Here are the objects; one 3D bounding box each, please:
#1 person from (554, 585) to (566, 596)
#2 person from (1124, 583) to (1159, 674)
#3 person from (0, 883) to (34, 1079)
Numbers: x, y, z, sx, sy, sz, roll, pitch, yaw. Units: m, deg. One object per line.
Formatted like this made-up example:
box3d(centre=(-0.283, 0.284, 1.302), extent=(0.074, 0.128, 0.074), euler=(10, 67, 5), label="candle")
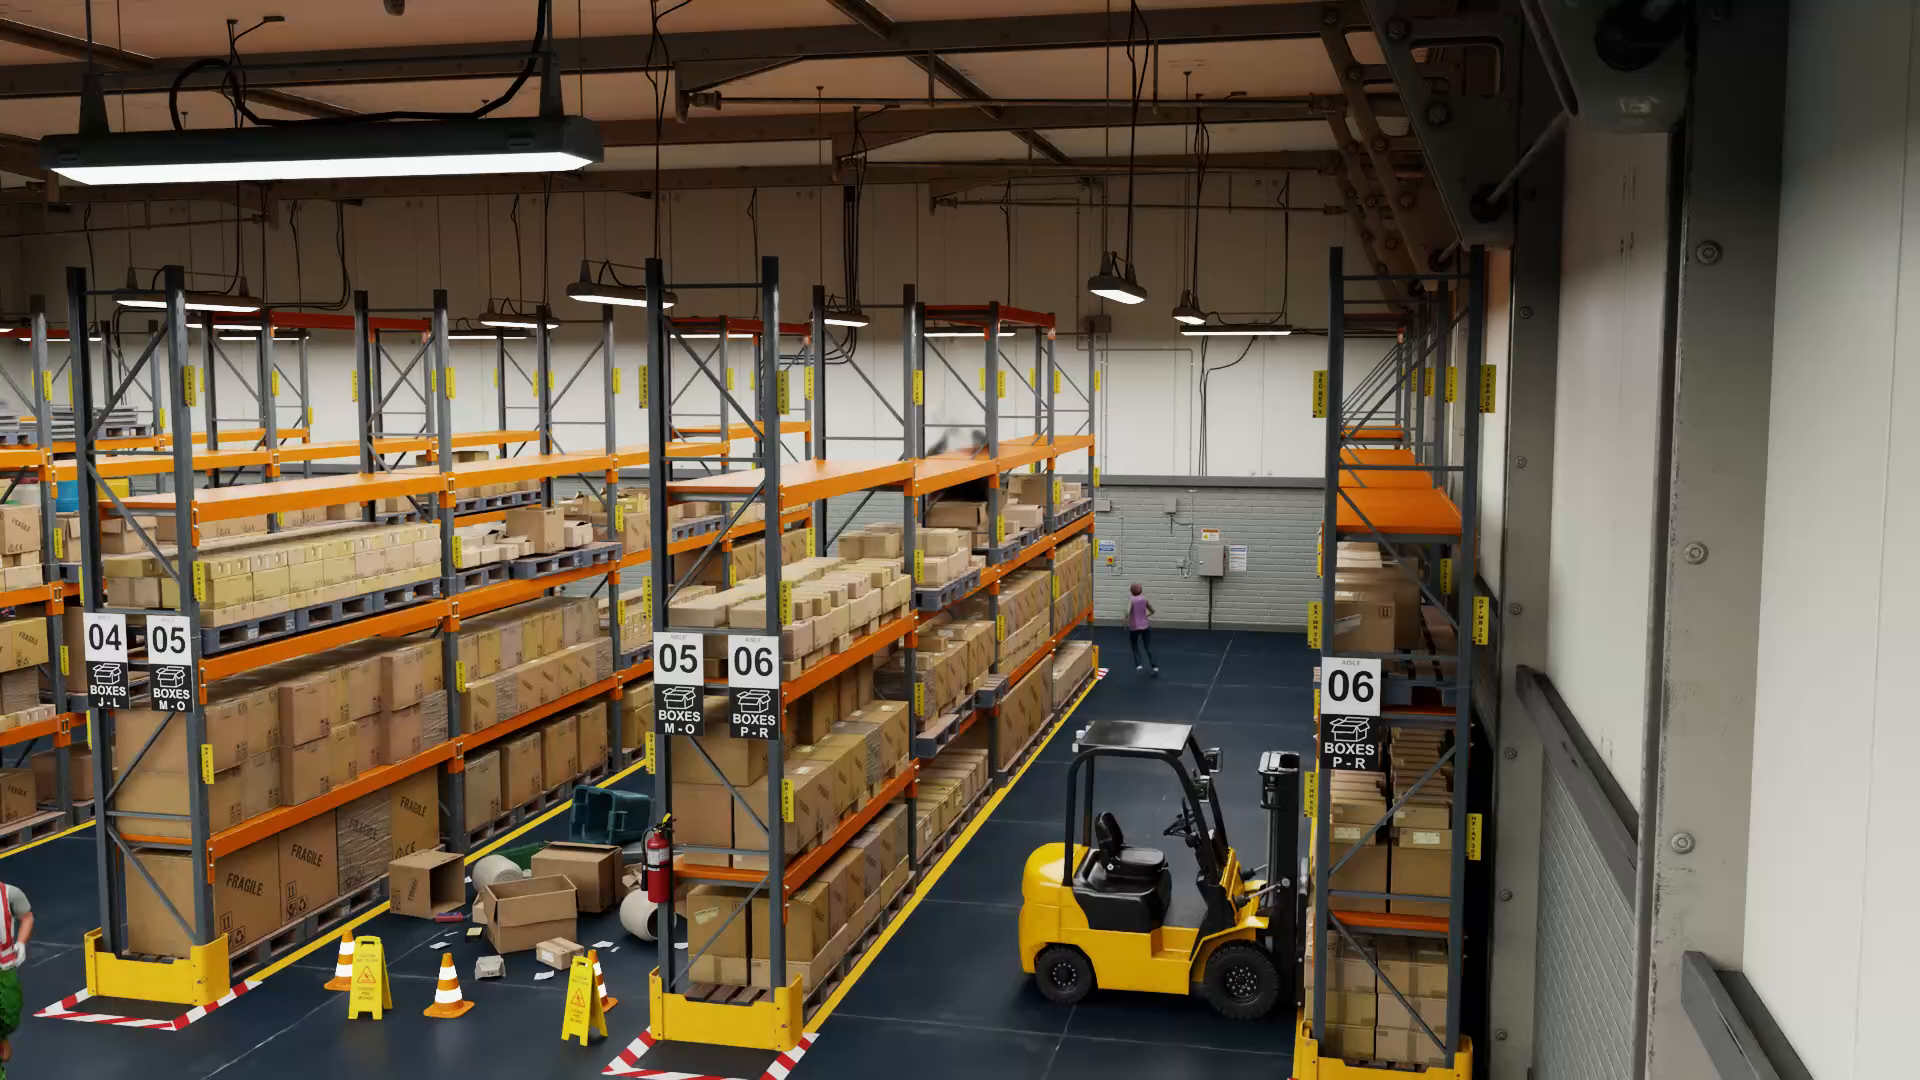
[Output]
box3d(centre=(-6.699, 1.544, 27.562), extent=(0.590, 1.658, 0.605), euler=(0, 6, 2), label="person")
box3d(centre=(3.032, 1.530, 28.250), extent=(0.610, 1.612, 0.704), euler=(-1, 6, -12), label="person")
box3d(centre=(-7.033, 3.087, 11.979), extent=(0.682, 1.766, 0.744), euler=(-5, 7, -39), label="person")
